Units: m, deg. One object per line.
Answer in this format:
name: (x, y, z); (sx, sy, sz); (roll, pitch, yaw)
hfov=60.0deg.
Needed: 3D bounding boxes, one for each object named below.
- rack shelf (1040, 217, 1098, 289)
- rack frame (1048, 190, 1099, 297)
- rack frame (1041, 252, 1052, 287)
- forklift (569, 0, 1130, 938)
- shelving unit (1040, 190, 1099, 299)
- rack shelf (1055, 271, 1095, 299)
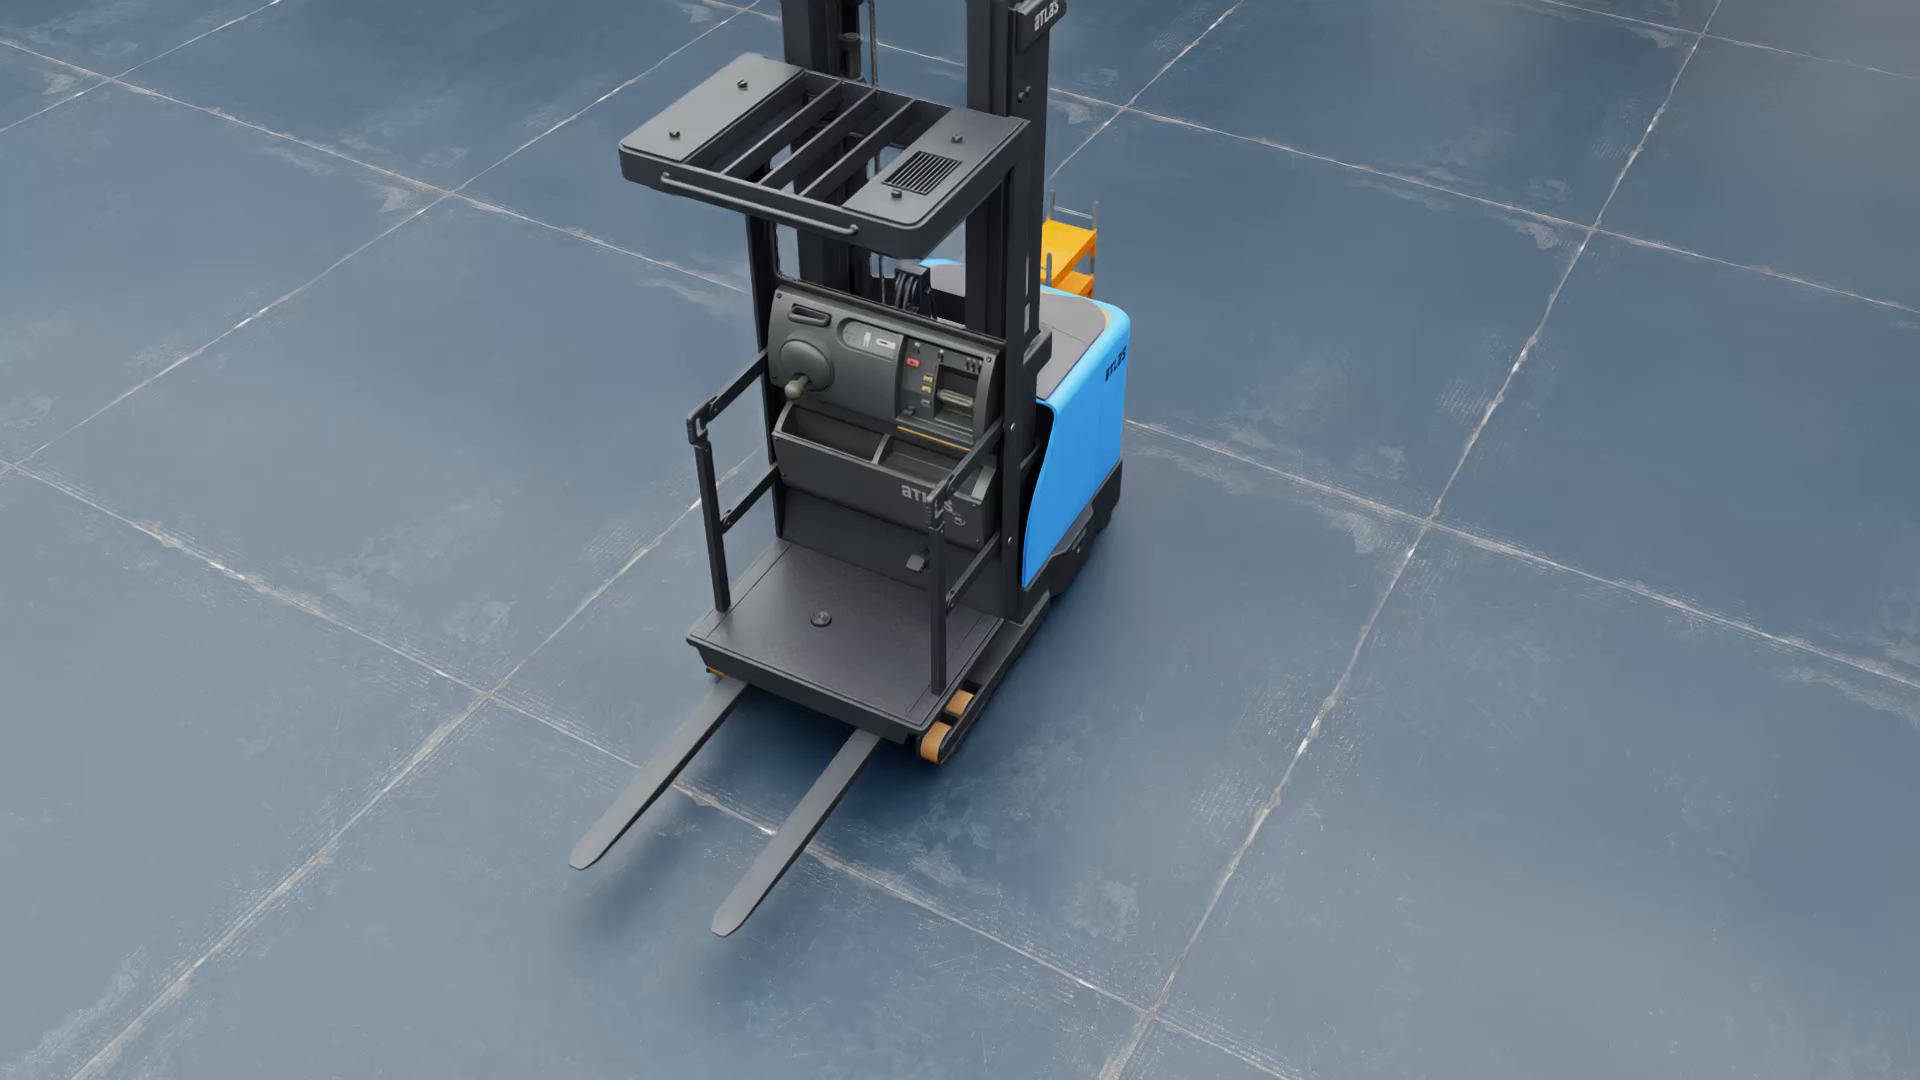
rack shelf: (0.402, -1.254, 7.487); (0.258, 0.148, 0.480); (19, 45, 20)
rack frame: (0.515, -1.102, 7.909); (0.240, 1.200, 0.015); (19, 45, 20)
rack frame: (0.288, -0.817, 7.585); (0.240, 1.200, 0.015); (19, 45, 20)
forklift: (-0.395, -0.561, 5.985); (1.130, 2.935, 3.031); (19, 45, 20)
shelving unit: (0.402, -0.959, 7.747); (0.258, 1.200, 0.503); (19, 45, 20)
rack shelf: (0.402, -1.077, 7.643); (0.258, 0.148, 0.480); (19, 45, 20)
